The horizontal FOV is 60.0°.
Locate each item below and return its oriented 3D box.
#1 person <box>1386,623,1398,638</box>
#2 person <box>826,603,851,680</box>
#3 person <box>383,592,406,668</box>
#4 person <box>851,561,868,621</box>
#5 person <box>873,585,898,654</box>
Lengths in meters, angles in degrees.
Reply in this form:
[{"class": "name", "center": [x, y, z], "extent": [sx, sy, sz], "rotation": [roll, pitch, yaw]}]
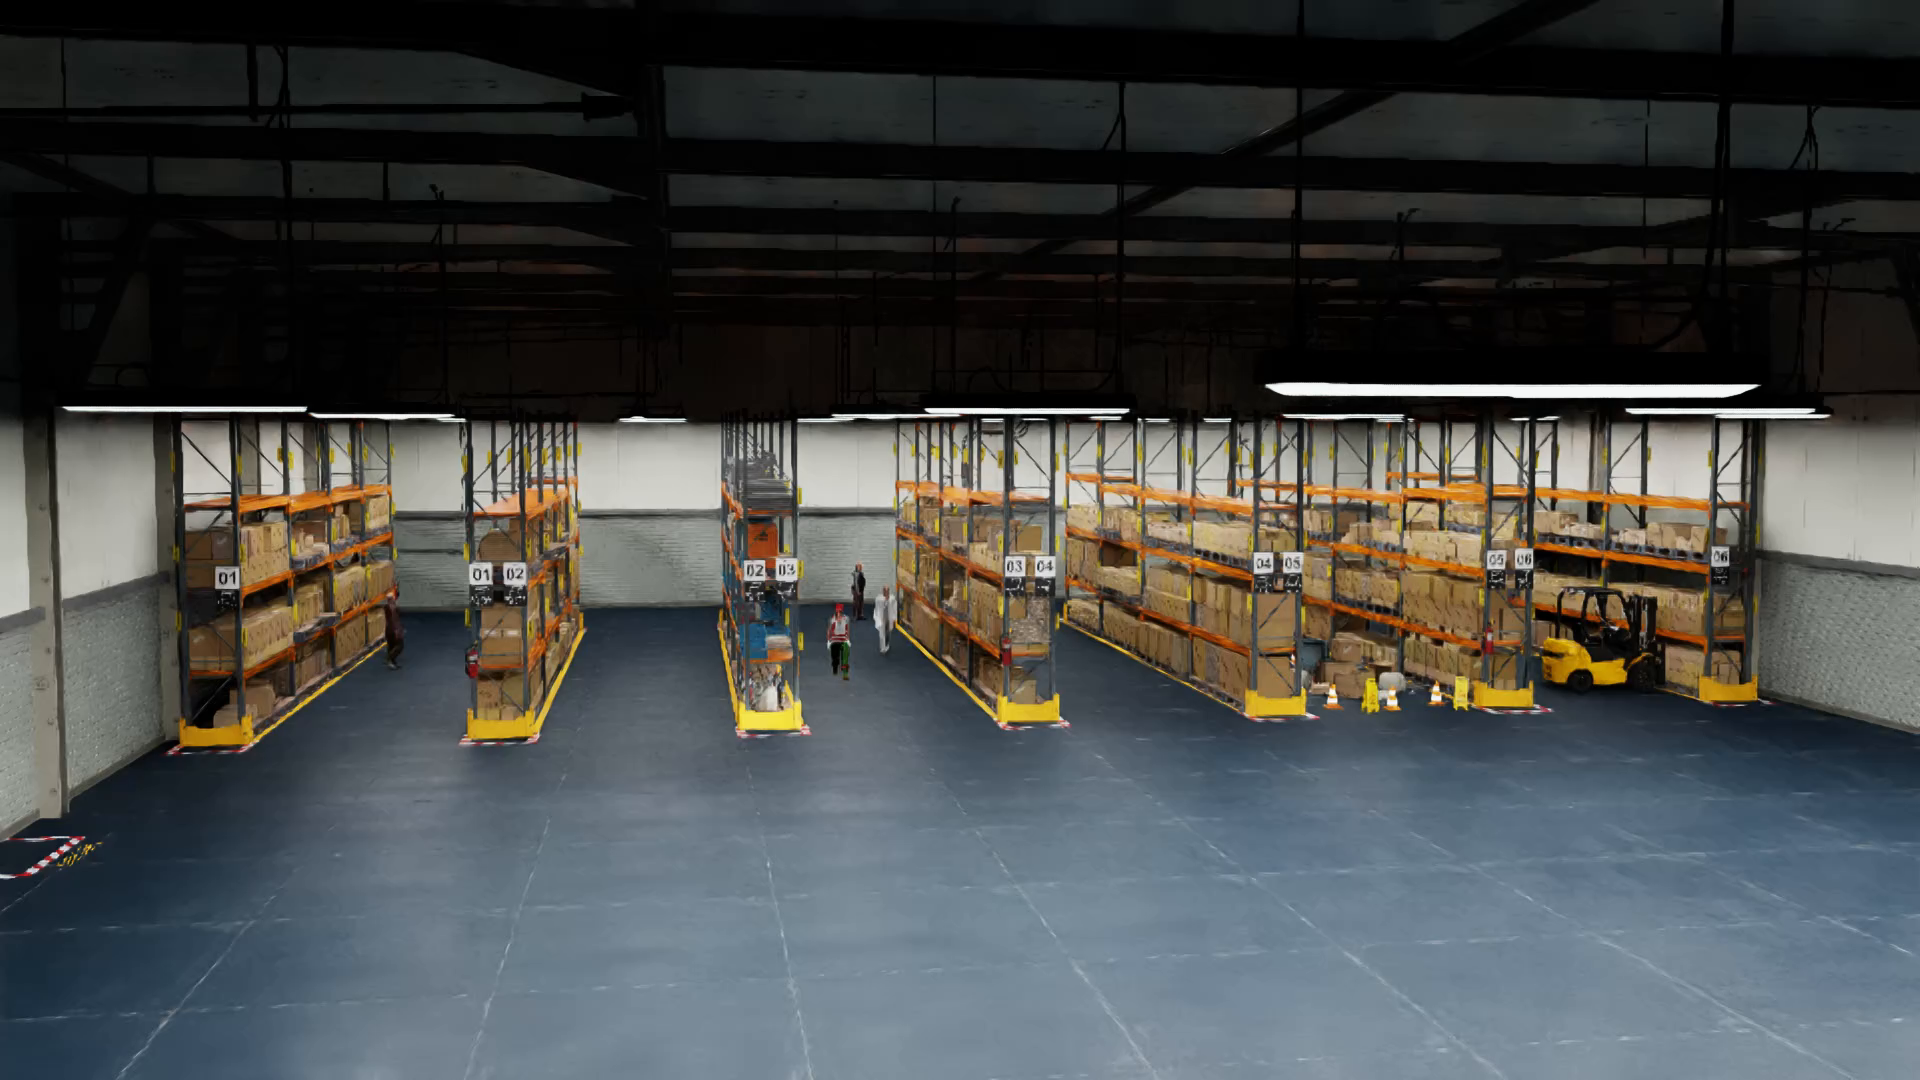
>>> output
[{"class": "person", "center": [11.209, 1.852, 42.762], "extent": [0.475, 1.762, 0.595], "rotation": [-4, 5, -41]}, {"class": "person", "center": [-2.714, 2.255, 37.259], "extent": [0.553, 1.709, 1.123], "rotation": [-1, 4, -7]}, {"class": "person", "center": [-13.302, 2.115, 38.981], "extent": [0.514, 1.778, 0.635], "rotation": [-3, 5, -37]}, {"class": "person", "center": [-2.954, 1.473, 48.409], "extent": [0.427, 1.725, 0.615], "rotation": [1, 4, 11]}, {"class": "person", "center": [-1.846, 1.959, 41.536], "extent": [0.588, 1.700, 1.193], "rotation": [-1, 4, -11]}]
